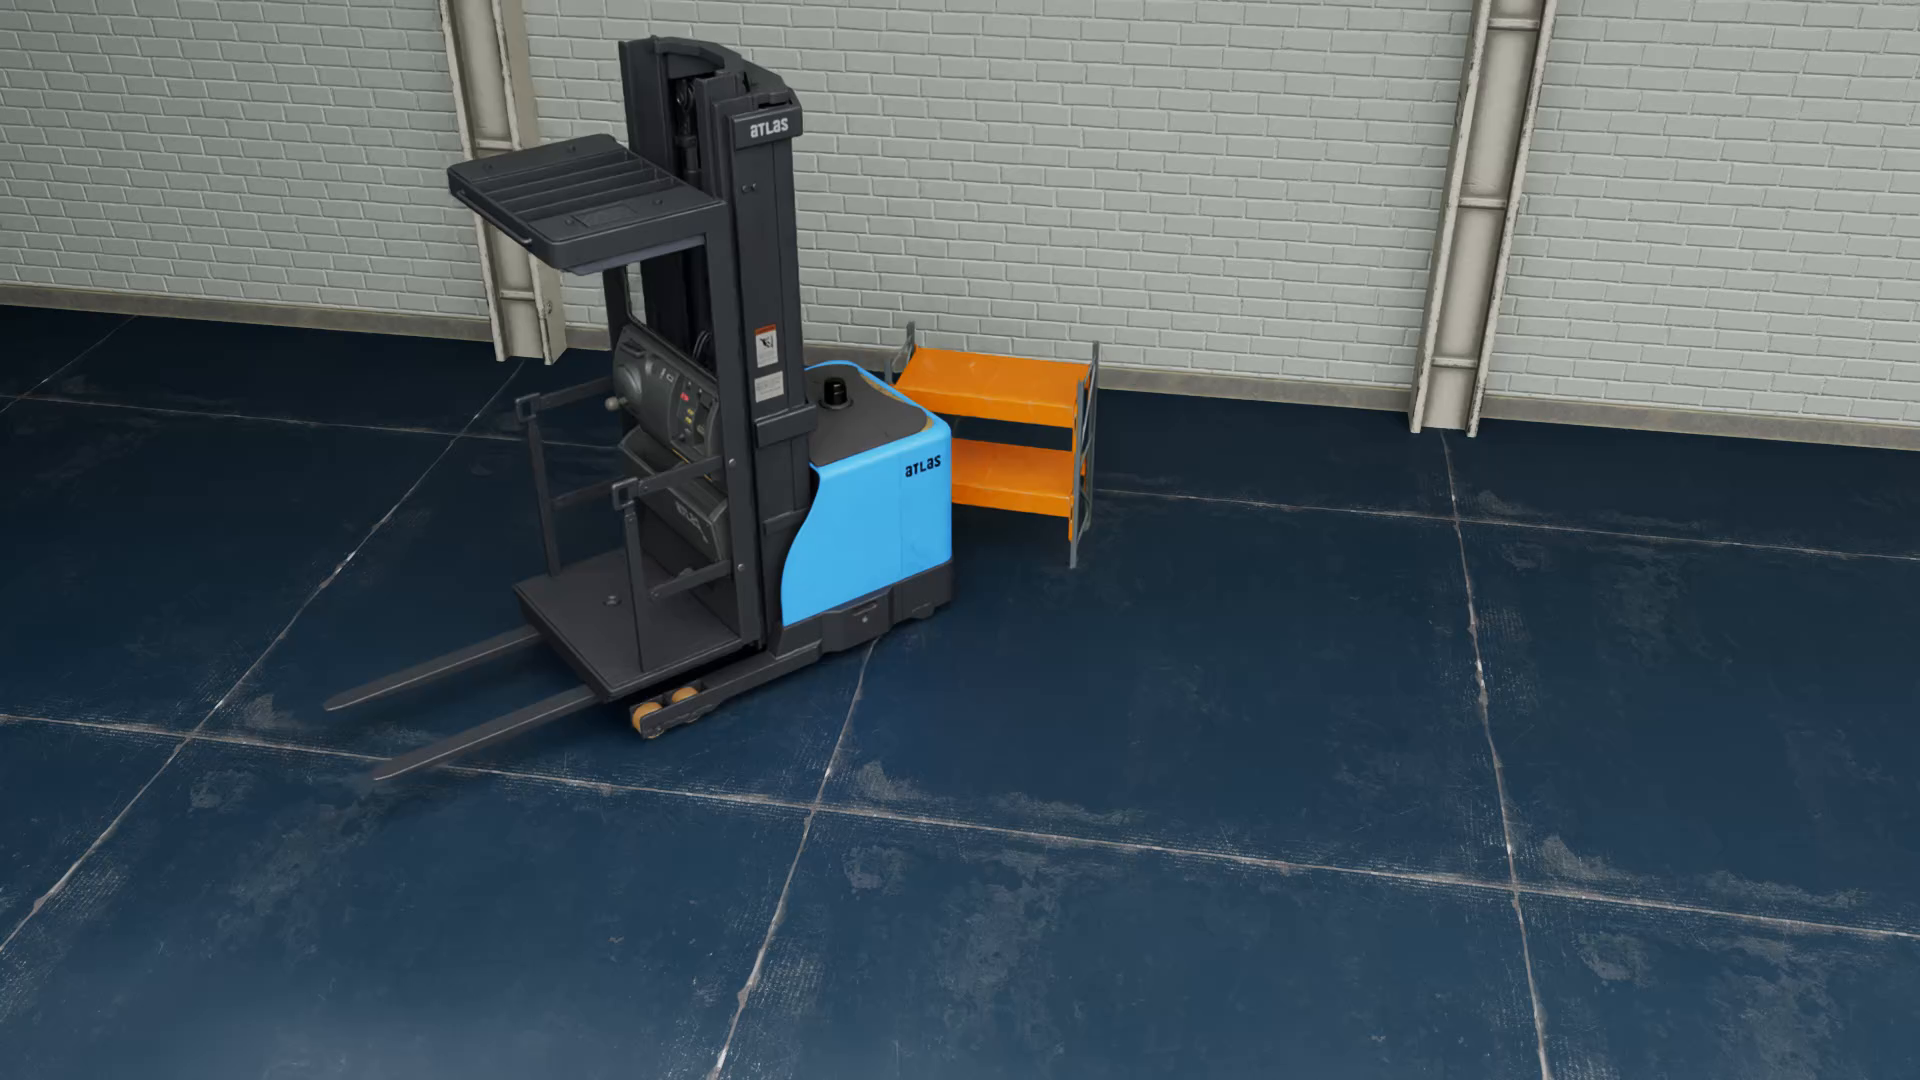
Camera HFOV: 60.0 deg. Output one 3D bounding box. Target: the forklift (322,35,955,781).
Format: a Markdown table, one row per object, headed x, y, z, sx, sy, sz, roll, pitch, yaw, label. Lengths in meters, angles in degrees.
| x | y | z | sx | sy | sz | roll | pitch | yaw | label |
| --- | --- | --- | --- | --- | --- | --- | --- | --- | --- |
| -1.513 | -0.635 | 7.503 | 3.031 | 2.935 | 1.130 | -21 | 38 | -30 | forklift |

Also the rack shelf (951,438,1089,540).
| x | y | z | sx | sy | sz | roll | pitch | yaw | label |
| --- | --- | --- | --- | --- | --- | --- | --- | --- | --- |
| 0.174 | -0.309 | 9.144 | 1.000 | 0.278 | 0.538 | 7 | 33 | 11 | rack shelf |

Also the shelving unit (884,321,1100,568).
| x | y | z | sx | sy | sz | roll | pitch | yaw | label |
| --- | --- | --- | --- | --- | --- | --- | --- | --- | --- |
| 0.174 | -0.516 | 9.015 | 1.048 | 1.125 | 0.538 | 7 | 33 | 11 | shelving unit |

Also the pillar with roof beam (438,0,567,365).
| x | y | z | sx | sy | sz | roll | pitch | yaw | label |
| --- | --- | --- | --- | --- | --- | --- | --- | --- | --- |
| -3.621 | -2.831 | 5.291 | 0.400 | 9.000 | 9.100 | 5 | 32 | 8 | pillar with roof beam |

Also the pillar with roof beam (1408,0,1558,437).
| x | y | z | sx | sy | sz | roll | pitch | yaw | label |
| --- | --- | --- | --- | --- | --- | --- | --- | --- | --- |
| 2.293 | -2.295 | 4.436 | 0.400 | 9.000 | 9.100 | 5 | 32 | 8 | pillar with roof beam |

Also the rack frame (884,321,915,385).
| x | y | z | sx | sy | sz | roll | pitch | yaw | label |
| --- | --- | --- | --- | --- | --- | --- | --- | --- | --- |
| -0.320 | -0.580 | 9.116 | 0.032 | 1.125 | 0.500 | 7 | 33 | 11 | rack frame |

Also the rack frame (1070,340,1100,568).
| x | y | z | sx | sy | sz | roll | pitch | yaw | label |
| --- | --- | --- | --- | --- | --- | --- | --- | --- | --- |
| 0.668 | -0.453 | 8.914 | 0.032 | 1.125 | 0.500 | 7 | 33 | 11 | rack frame |

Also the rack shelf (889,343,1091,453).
| x | y | z | sx | sy | sz | roll | pitch | yaw | label |
| --- | --- | --- | --- | --- | --- | --- | --- | --- | --- |
| 0.174 | -0.764 | 8.859 | 1.000 | 0.278 | 0.538 | 7 | 33 | 11 | rack shelf |
